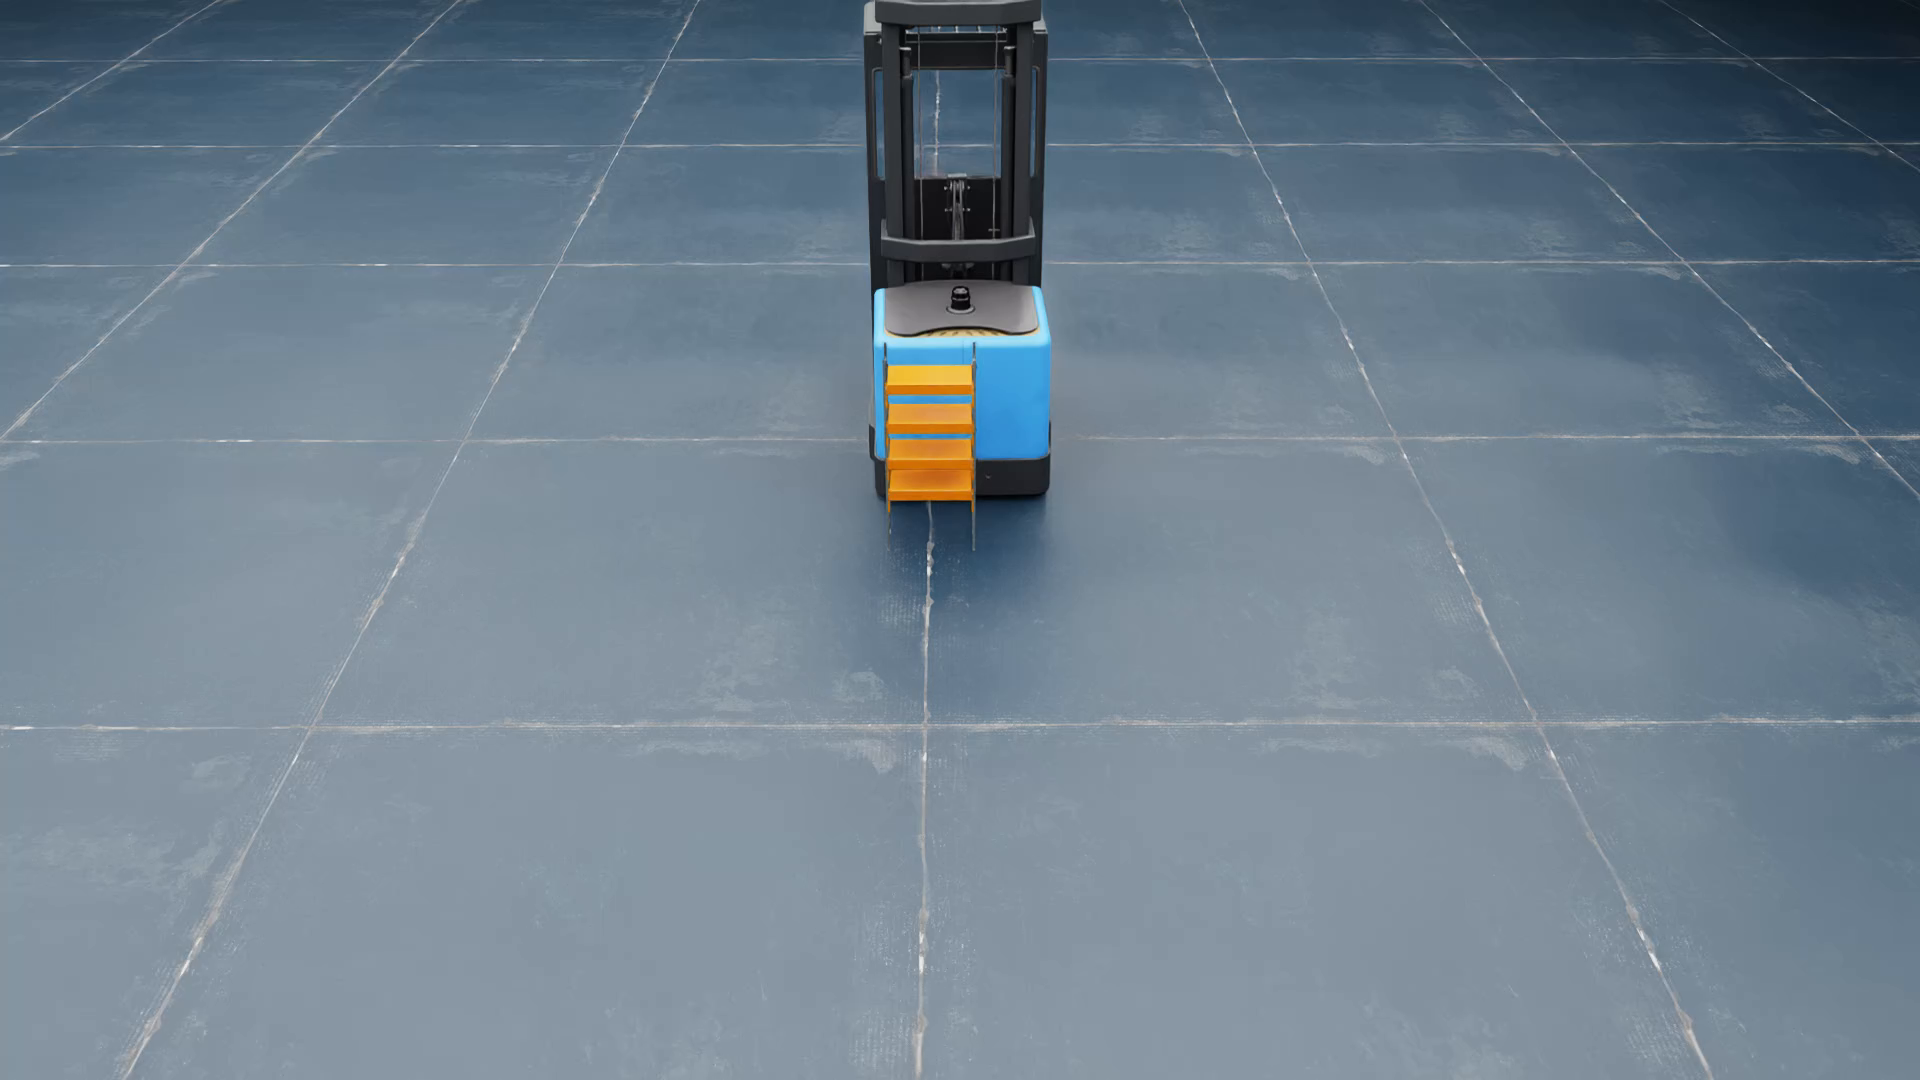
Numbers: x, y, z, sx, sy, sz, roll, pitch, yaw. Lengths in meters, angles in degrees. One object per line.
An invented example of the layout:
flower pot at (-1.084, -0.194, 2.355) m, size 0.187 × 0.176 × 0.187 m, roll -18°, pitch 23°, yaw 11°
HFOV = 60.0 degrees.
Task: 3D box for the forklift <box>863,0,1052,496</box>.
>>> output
forklift at (-0.036, -2.241, 10.508) m, size 1.130 × 2.935 × 3.031 m, roll -1°, pitch 31°, yaw -2°

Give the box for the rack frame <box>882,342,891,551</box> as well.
rack frame at (-0.410, -0.512, 9.326) m, size 0.015 × 1.200 × 0.240 m, roll 0°, pitch 31°, yaw 0°

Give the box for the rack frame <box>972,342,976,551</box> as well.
rack frame at (0.078, -0.513, 9.328) m, size 0.015 × 1.200 × 0.240 m, roll 0°, pitch 31°, yaw 0°

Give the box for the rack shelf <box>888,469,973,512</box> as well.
rack shelf at (-0.166, -0.285, 9.465) m, size 0.480 × 0.148 × 0.258 m, roll 0°, pitch 31°, yaw 0°

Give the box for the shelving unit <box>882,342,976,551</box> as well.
shelving unit at (-0.166, -0.512, 9.327) m, size 0.503 × 1.200 × 0.258 m, roll 0°, pitch 31°, yaw 0°

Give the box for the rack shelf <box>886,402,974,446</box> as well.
rack shelf at (-0.166, -0.646, 9.246) m, size 0.480 × 0.148 × 0.258 m, roll 0°, pitch 31°, yaw 0°

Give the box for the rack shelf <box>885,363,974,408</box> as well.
rack shelf at (-0.166, -0.848, 9.123) m, size 0.480 × 0.148 × 0.258 m, roll 0°, pitch 31°, yaw 0°

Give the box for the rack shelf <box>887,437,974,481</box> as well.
rack shelf at (-0.166, -0.455, 9.362) m, size 0.480 × 0.148 × 0.258 m, roll 0°, pitch 31°, yaw 0°
